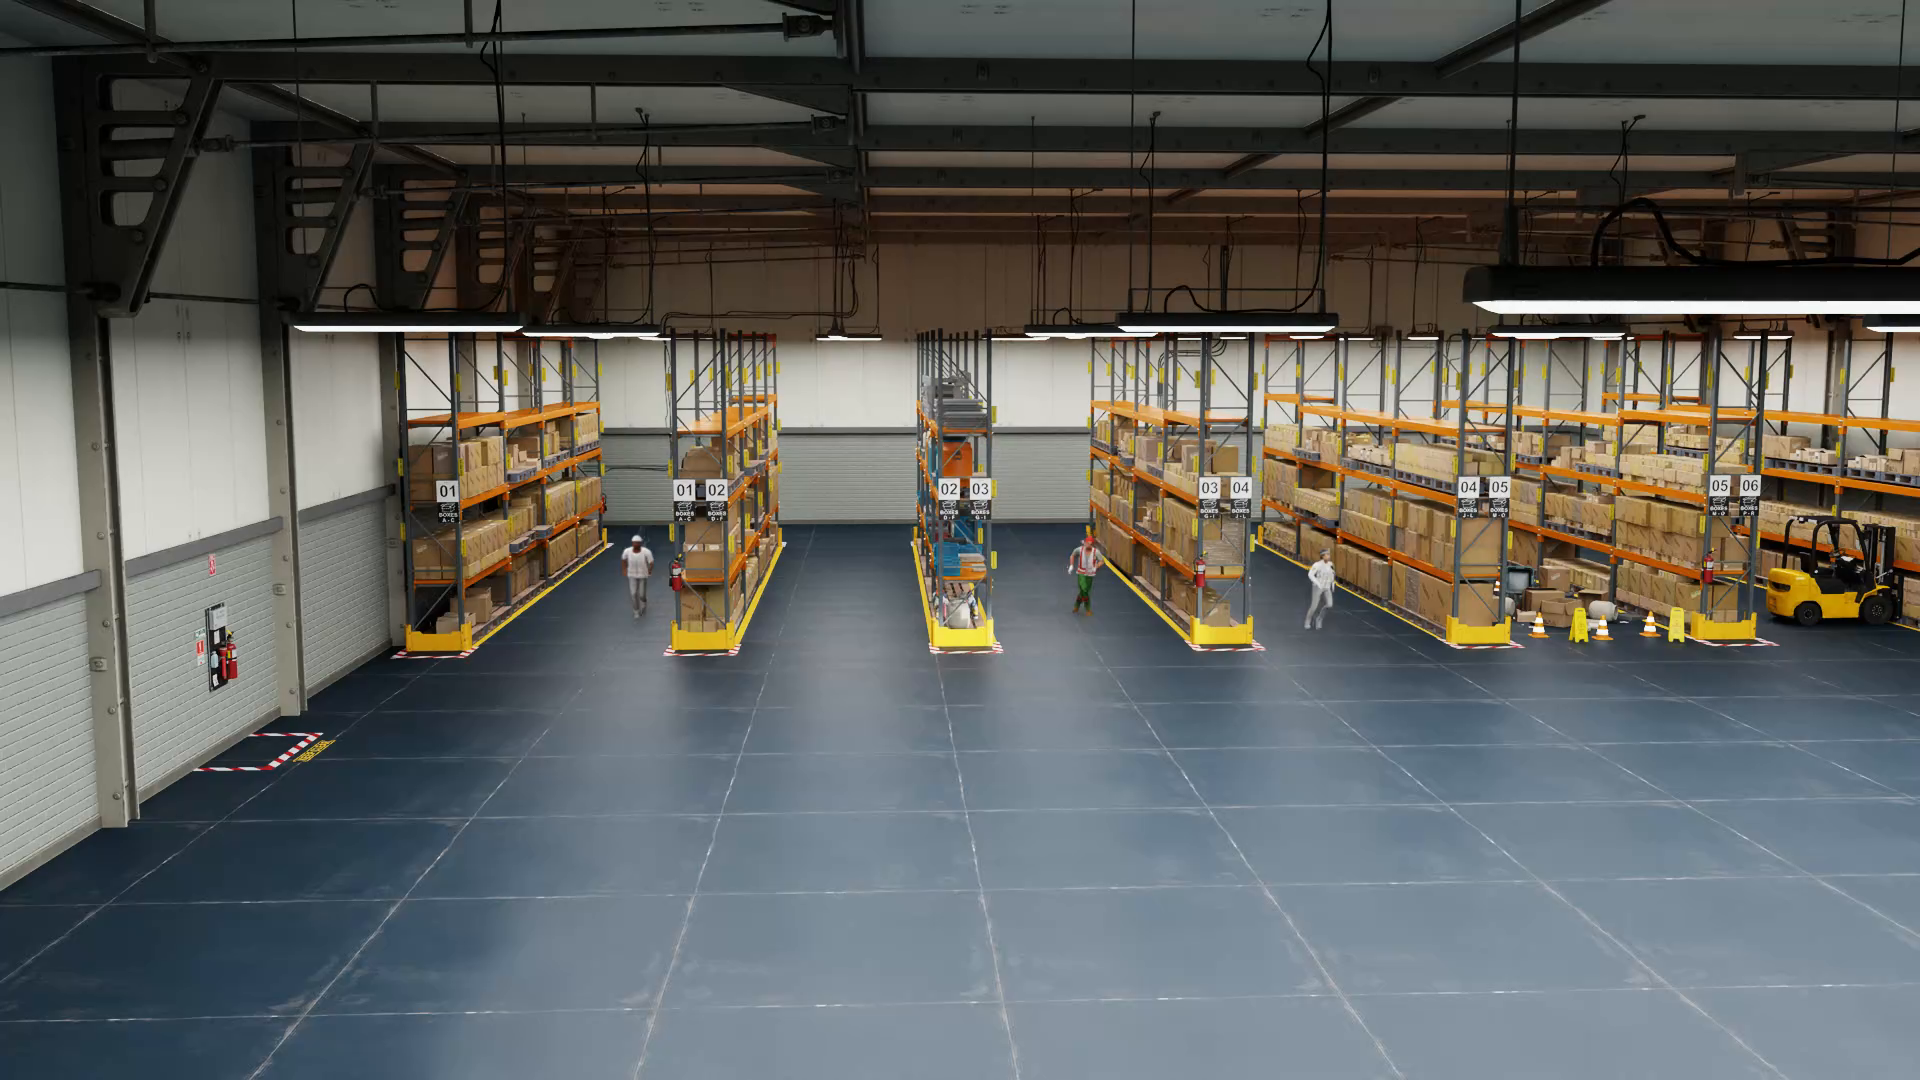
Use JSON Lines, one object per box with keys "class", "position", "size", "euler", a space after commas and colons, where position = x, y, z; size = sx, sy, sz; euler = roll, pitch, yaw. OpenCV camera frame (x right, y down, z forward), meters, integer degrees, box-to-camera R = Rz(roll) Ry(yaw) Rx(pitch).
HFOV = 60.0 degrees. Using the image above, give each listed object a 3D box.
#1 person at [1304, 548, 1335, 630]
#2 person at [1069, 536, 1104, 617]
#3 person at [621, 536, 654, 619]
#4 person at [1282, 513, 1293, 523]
{"class": "person", "position": [7.295, 0.976, 33.388], "size": [0.674, 1.653, 0.602], "euler": [-2, 7, -15]}
{"class": "person", "position": [2.650, 0.739, 35.231], "size": [0.724, 1.714, 0.861], "euler": [-1, 7, -7]}
{"class": "person", "position": [-6.772, 0.754, 34.954], "size": [0.682, 1.740, 0.853], "euler": [-1, 7, -5]}
{"class": "person", "position": [9.772, -0.886, 48.977], "size": [0.667, 1.721, 0.756], "euler": [5, 8, 37]}
